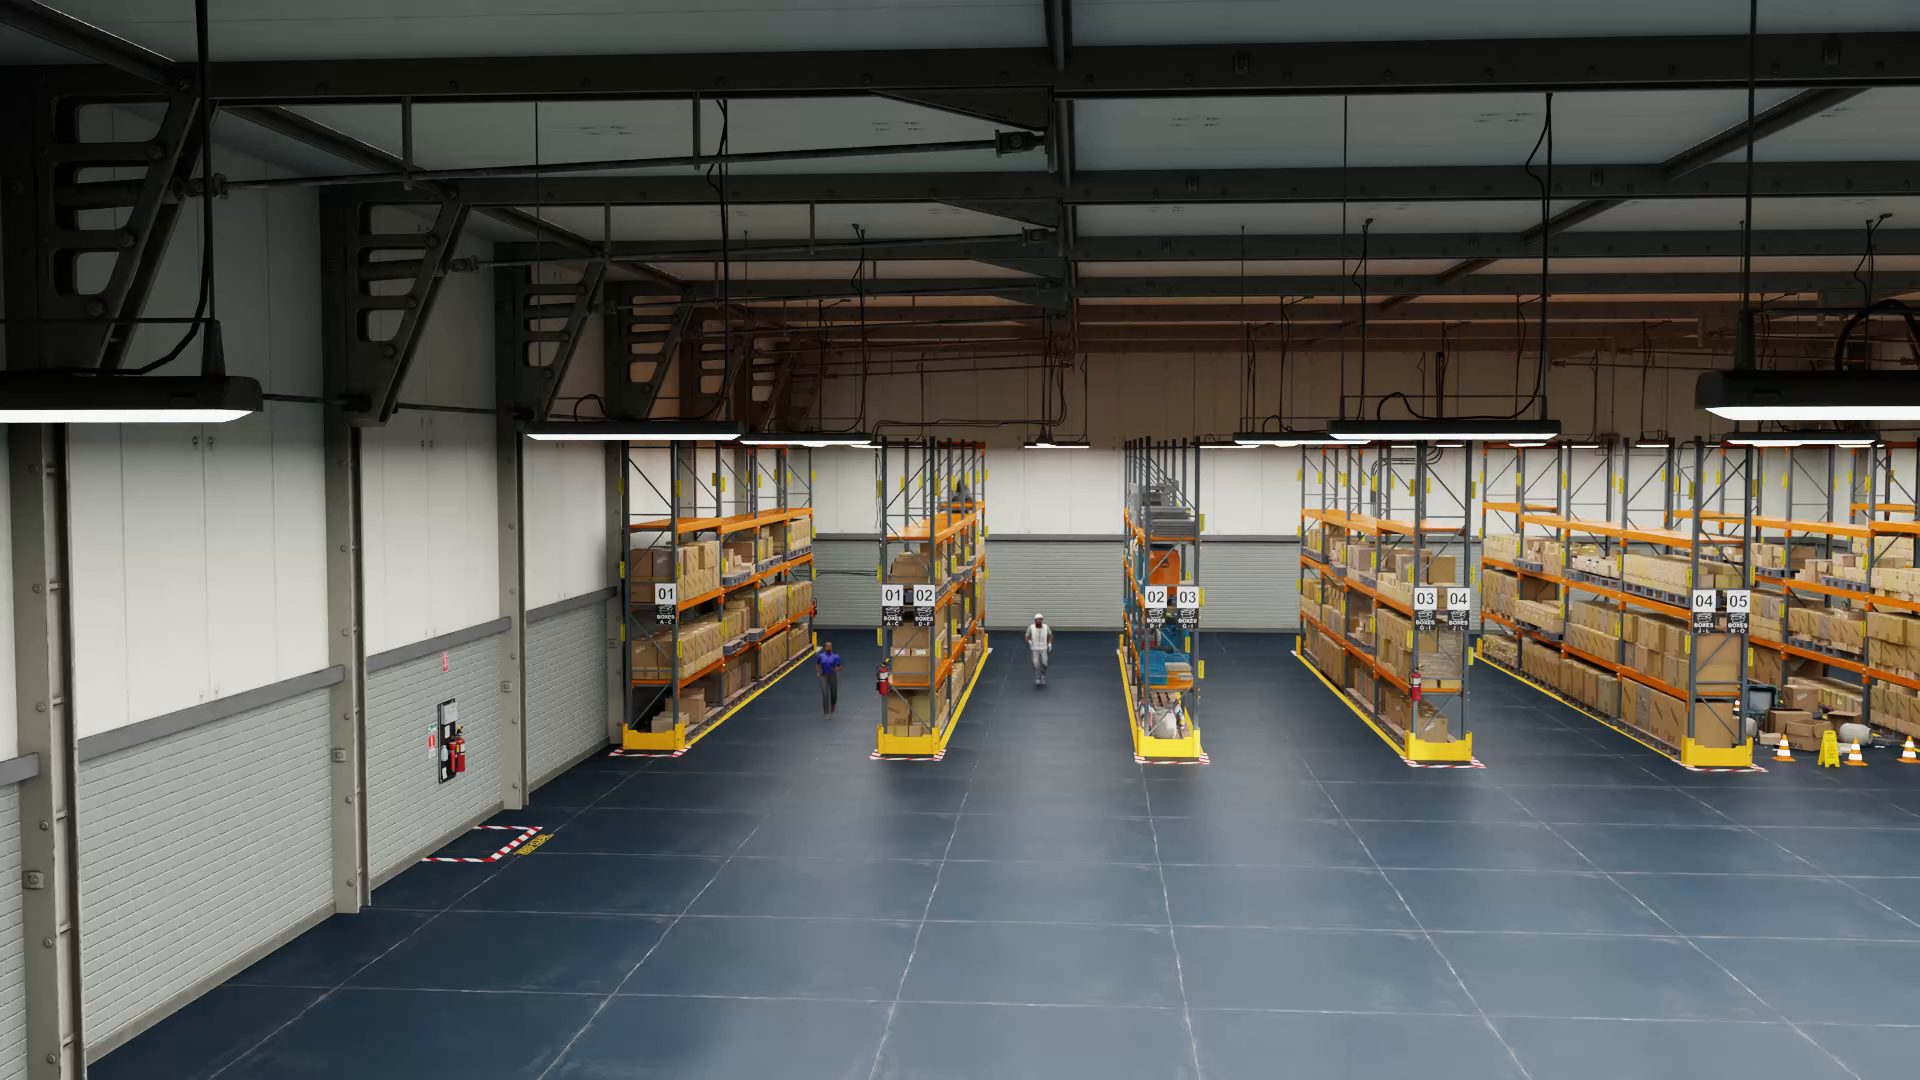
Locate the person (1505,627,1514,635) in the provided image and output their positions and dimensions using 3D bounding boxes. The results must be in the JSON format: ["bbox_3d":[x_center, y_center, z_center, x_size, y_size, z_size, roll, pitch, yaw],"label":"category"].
[{"bbox_3d":[15.813,2.317,47.495,0.579,1.738,0.721,0,3,2],"label":"person"}]

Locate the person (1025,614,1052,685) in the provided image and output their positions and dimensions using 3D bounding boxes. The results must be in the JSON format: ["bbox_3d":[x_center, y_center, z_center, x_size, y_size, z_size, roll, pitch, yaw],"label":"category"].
[{"bbox_3d":[1.919,2.675,40.492,0.685,1.757,0.614,0,3,0],"label":"person"}]

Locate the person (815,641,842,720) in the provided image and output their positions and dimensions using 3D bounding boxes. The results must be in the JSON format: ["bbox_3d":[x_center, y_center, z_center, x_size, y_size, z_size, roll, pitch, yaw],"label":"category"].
[{"bbox_3d":[-2.822,2.990,35.667,0.587,1.628,0.846,0,3,-5],"label":"person"}]
